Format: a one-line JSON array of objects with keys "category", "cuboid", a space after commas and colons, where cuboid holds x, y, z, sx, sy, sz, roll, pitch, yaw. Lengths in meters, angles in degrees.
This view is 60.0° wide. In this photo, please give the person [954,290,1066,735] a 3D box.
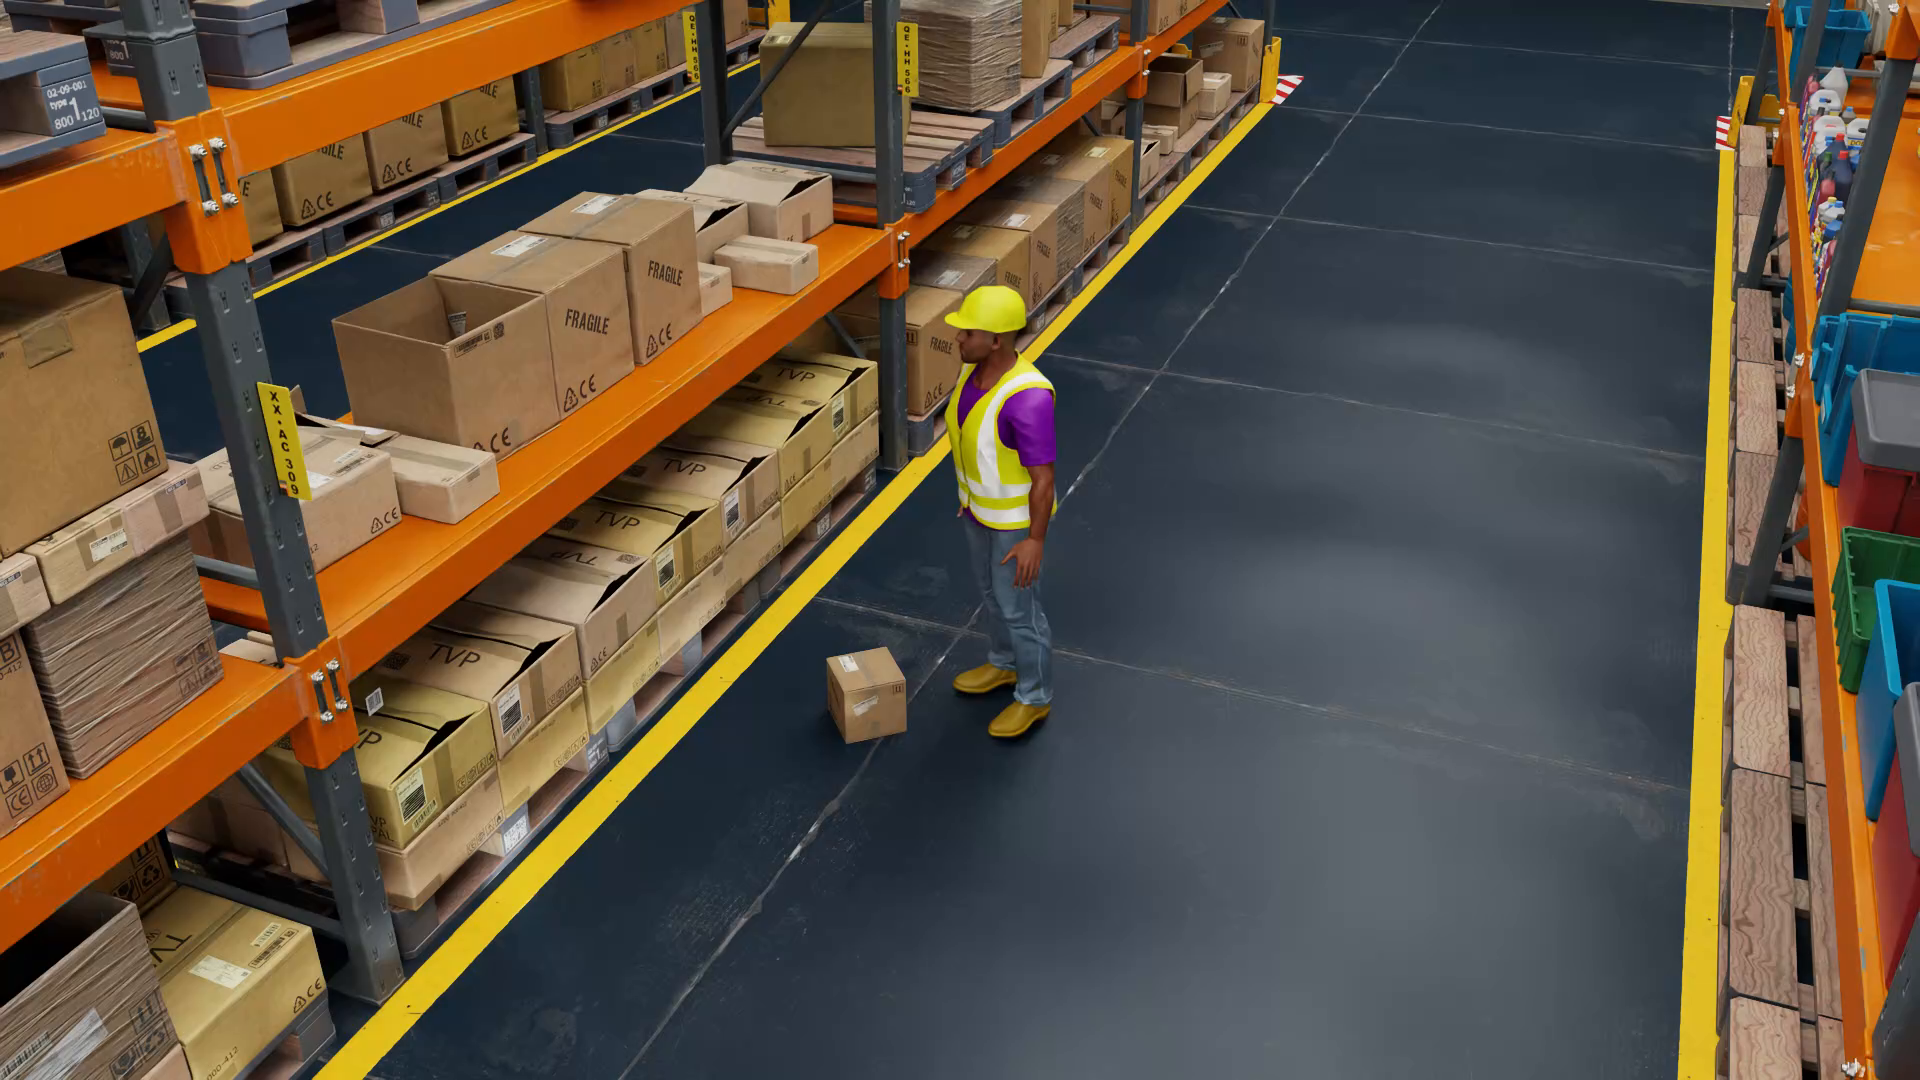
[{"category": "person", "cuboid": [0.178, -0.100, 6.272, 0.337, 1.766, 0.570, -9, 31, -15]}]
